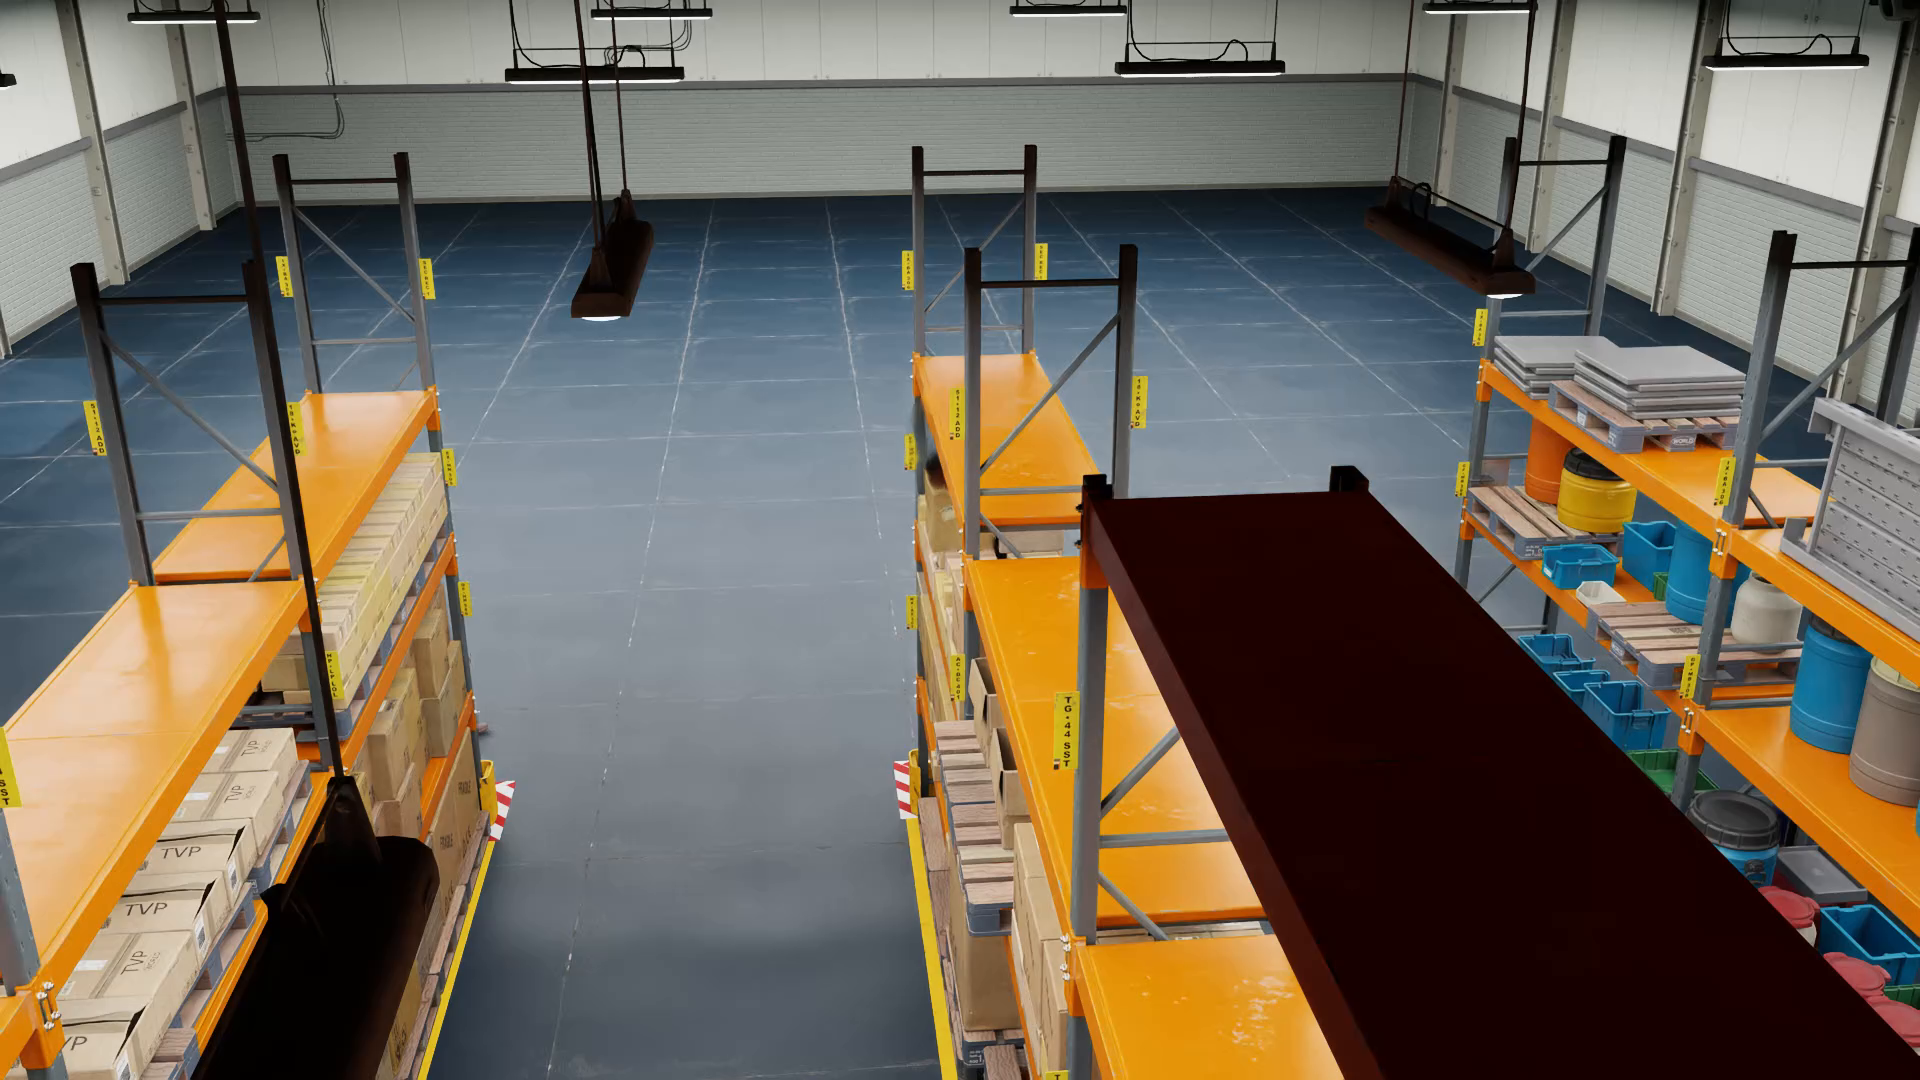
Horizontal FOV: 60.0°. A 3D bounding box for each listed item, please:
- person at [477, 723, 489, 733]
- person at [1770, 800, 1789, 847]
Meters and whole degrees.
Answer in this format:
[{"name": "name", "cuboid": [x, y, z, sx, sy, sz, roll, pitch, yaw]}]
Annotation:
[{"name": "person", "cuboid": [-5.194, 1.208, 16.408, 0.863, 1.593, 0.410, -13, 25, -30]}, {"name": "person", "cuboid": [7.412, 2.023, 14.329, 0.467, 1.594, 0.846, -9, 23, -21]}]
